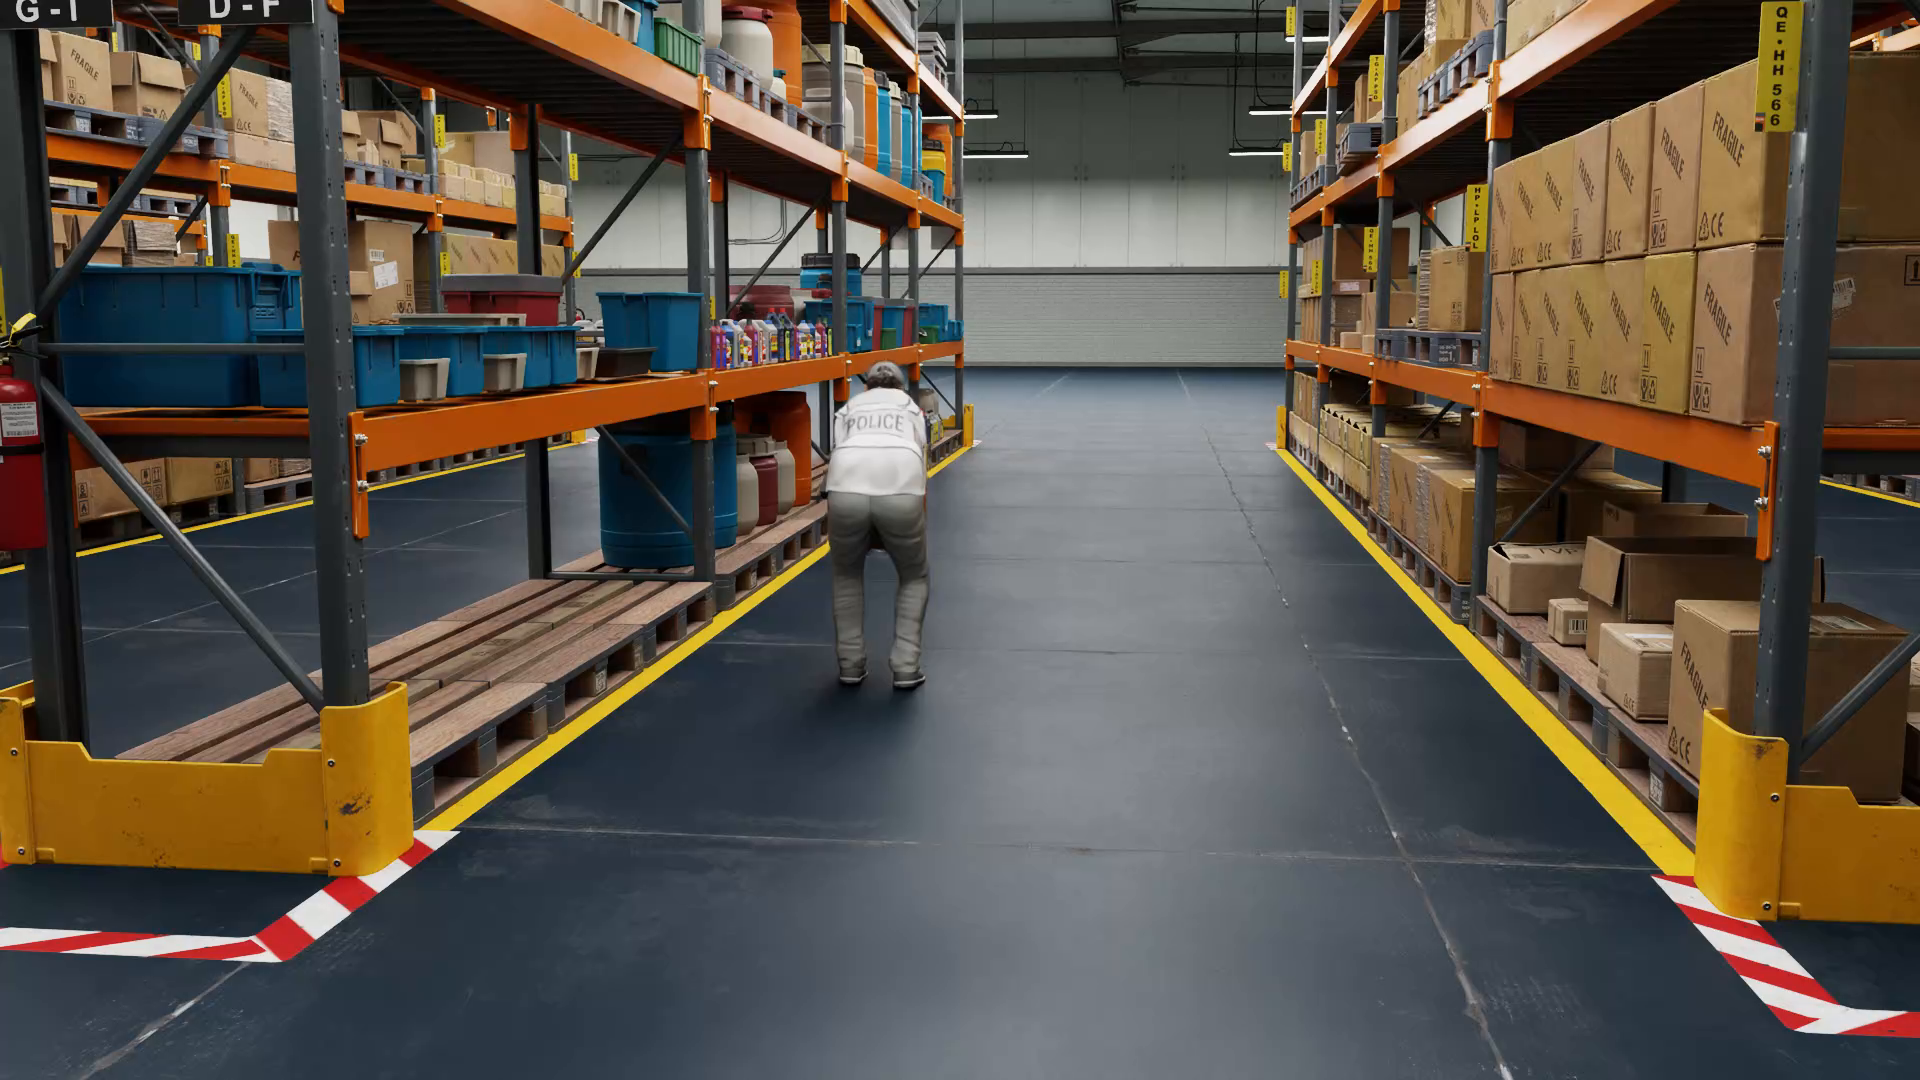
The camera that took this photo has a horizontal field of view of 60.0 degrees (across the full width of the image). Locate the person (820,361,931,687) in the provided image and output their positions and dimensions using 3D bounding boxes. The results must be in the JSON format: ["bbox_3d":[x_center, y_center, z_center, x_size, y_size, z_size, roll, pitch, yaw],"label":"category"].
[{"bbox_3d":[-0.350,-0.081,7.391,0.461,1.405,0.837,1,8,5],"label":"person"}]
